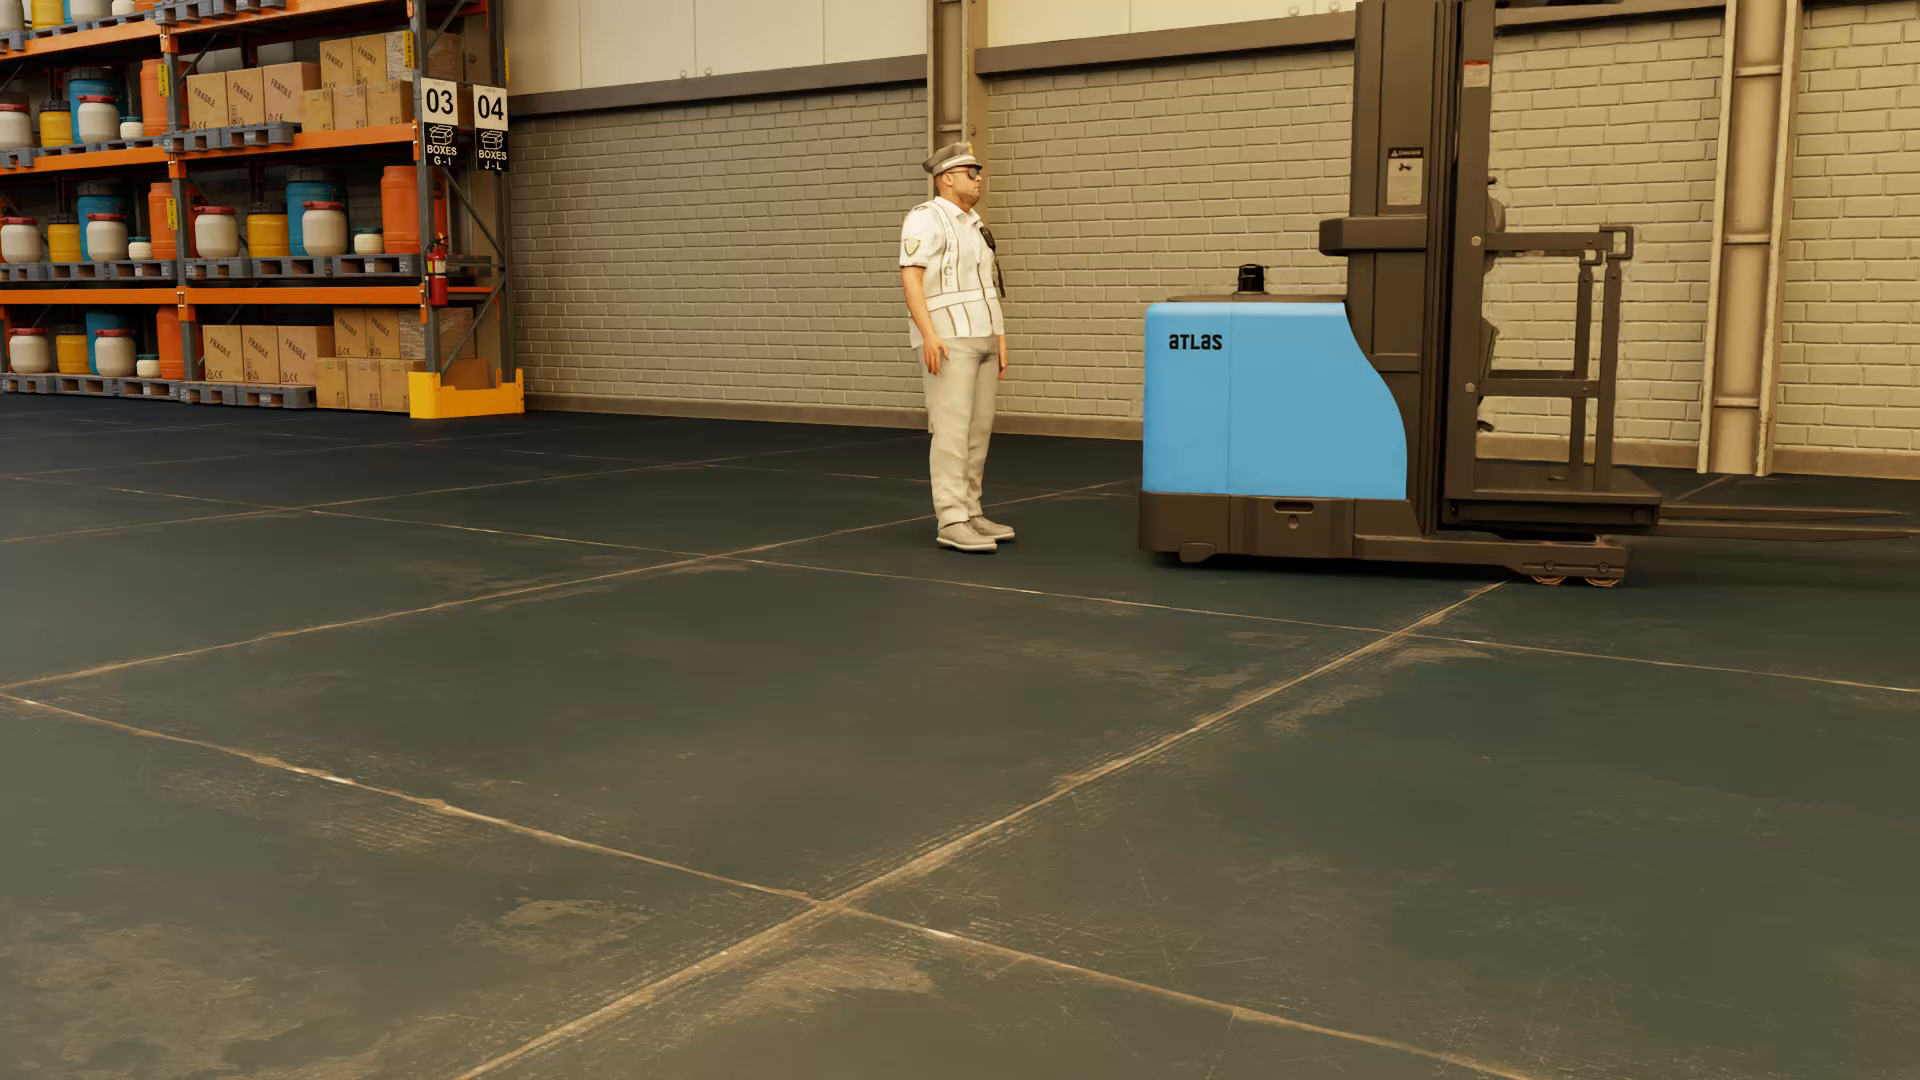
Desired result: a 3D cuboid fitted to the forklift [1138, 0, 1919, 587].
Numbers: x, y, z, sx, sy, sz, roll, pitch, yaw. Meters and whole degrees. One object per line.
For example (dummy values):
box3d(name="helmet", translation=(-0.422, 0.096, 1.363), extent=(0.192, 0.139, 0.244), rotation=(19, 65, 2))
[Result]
box3d(name="forklift", translation=(2.311, -1.354, 6.712), extent=(3.031, 2.935, 1.130), rotation=(2, 8, 15))

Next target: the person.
box3d(name="person", translation=(0.058, -0.882, 7.424), extent=(0.575, 1.781, 0.640), rotation=(5, 10, 34))
